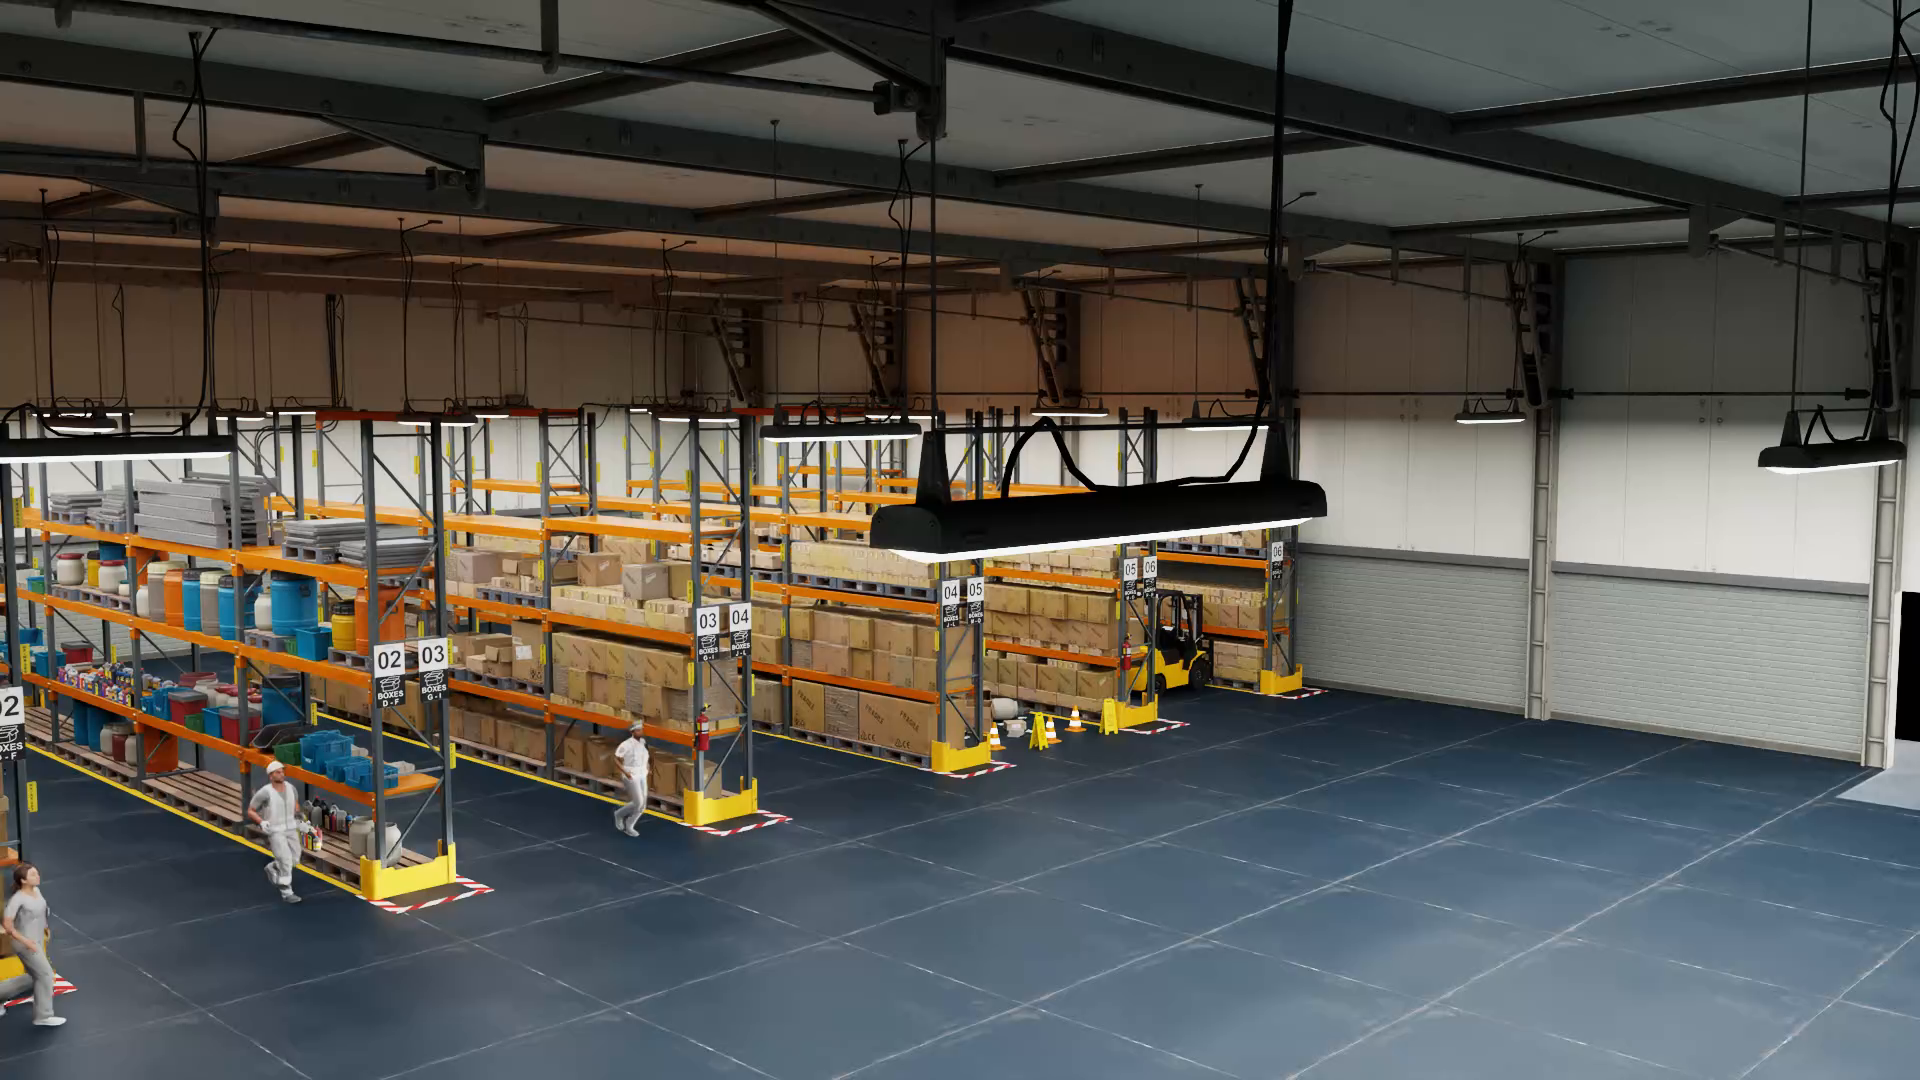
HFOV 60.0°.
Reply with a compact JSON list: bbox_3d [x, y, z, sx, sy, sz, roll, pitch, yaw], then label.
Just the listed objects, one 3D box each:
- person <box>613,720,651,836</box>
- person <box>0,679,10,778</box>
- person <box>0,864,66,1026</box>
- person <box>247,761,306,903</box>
[{"bbox_3d":[-4.658,3.403,23.854,0.509,1.664,0.610,3,6,32],"label":"person"},{"bbox_3d":[-16.077,3.006,27.664,0.916,1.787,0.672,4,6,38],"label":"person"},{"bbox_3d":[-9.366,4.038,16.606,0.774,1.652,0.570,0,5,-5],"label":"person"},{"bbox_3d":[-8.501,3.624,20.728,0.780,1.748,0.663,3,6,32],"label":"person"}]
